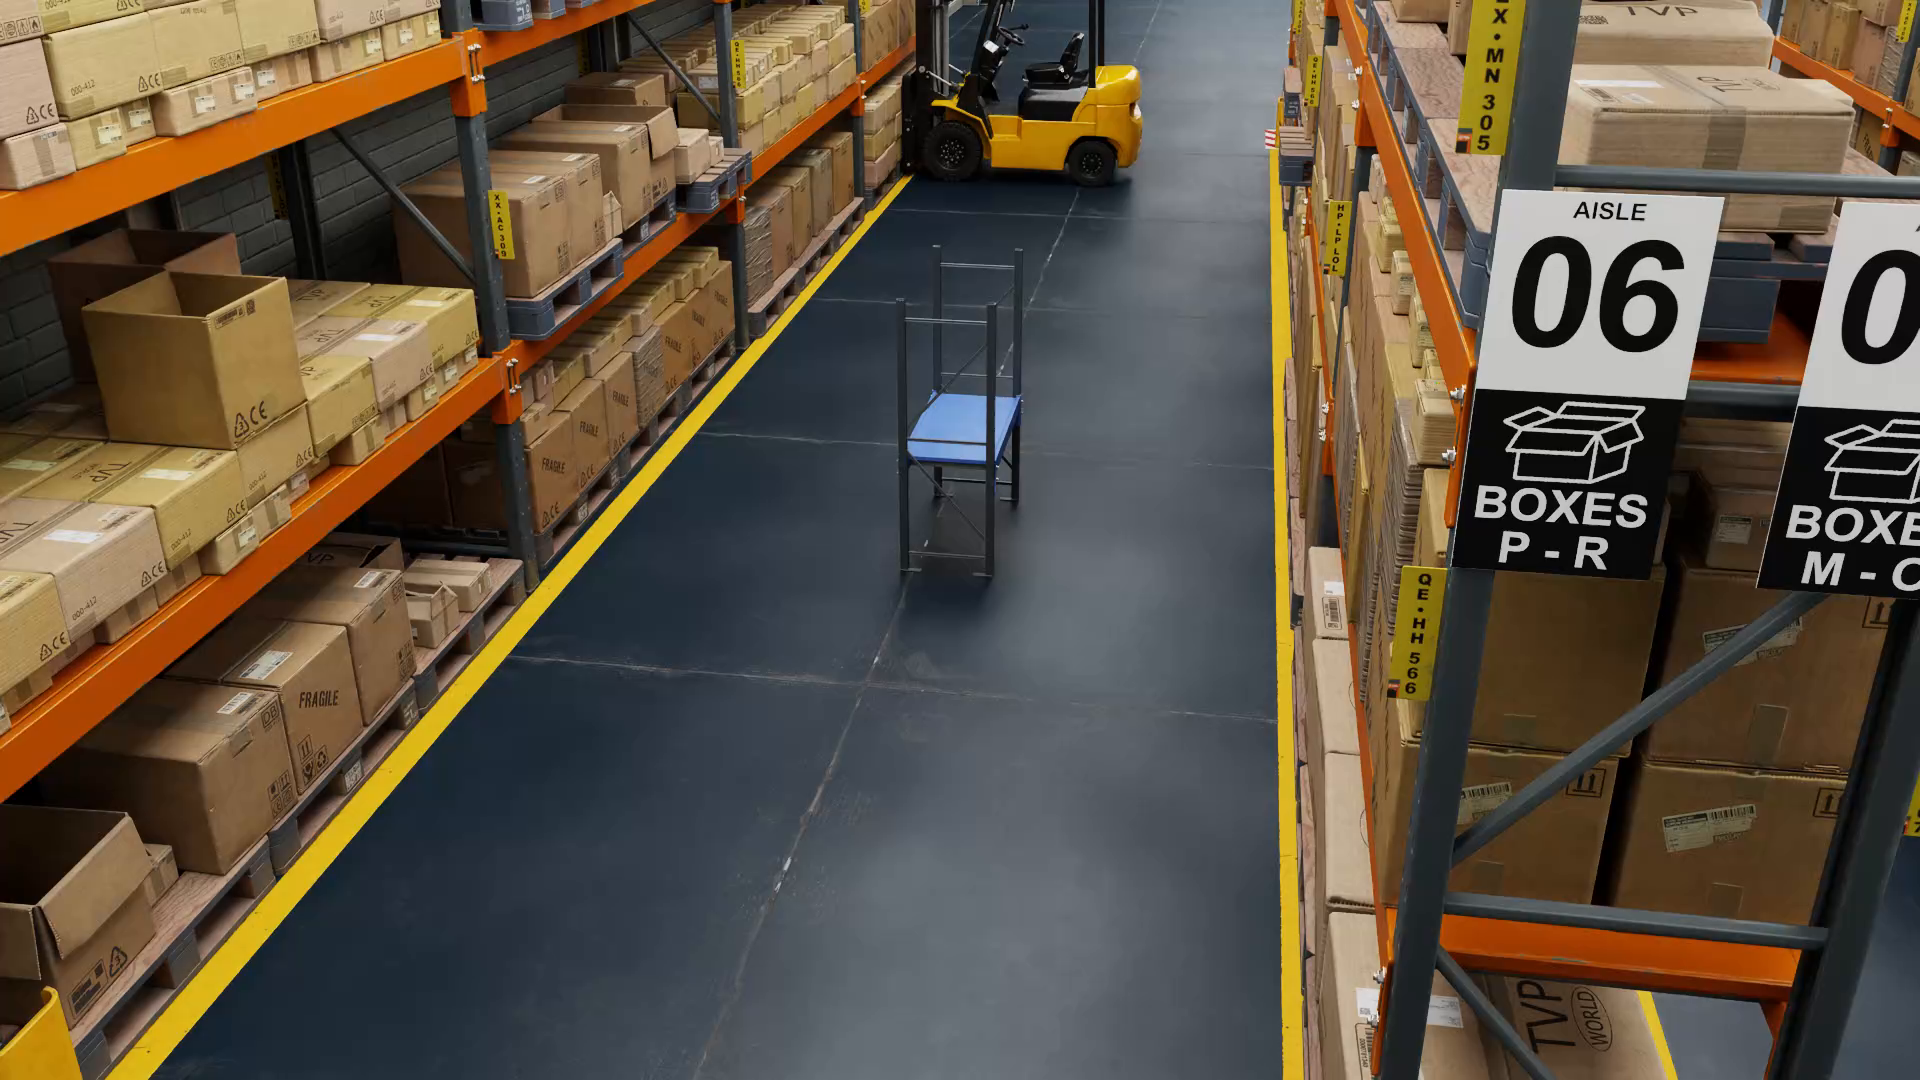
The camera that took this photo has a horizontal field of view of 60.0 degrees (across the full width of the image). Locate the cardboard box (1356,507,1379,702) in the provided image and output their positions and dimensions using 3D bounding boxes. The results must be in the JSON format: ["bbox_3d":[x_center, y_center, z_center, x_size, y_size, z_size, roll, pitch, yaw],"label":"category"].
[{"bbox_3d":[1.520,0.192,5.185,0.500,0.500,0.500,5,26,10],"label":"cardboard box"}]

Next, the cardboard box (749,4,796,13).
[{"bbox_3d":[-1.674,-4.687,14.841,0.380,0.149,0.250,3,25,7],"label":"cardboard box"}]

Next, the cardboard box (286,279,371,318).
[{"bbox_3d":[-3.060,-1.012,7.700,0.500,0.250,0.500,4,25,8],"label":"cardboard box"}]

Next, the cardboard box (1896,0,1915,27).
[{"bbox_3d":[8.487,-4.546,13.972,0.875,0.550,0.550,4,25,9],"label":"cardboard box"}]

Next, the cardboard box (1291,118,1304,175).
[{"bbox_3d":[3.324,-3.688,15.454,0.500,0.500,0.500,4,25,8],"label":"cardboard box"}]

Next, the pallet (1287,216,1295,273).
[{"bbox_3d":[3.367,-2.549,14.446,1.003,0.211,1.213,4,25,9],"label":"pallet"}]

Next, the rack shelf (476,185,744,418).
[{"bbox_3d":[-2.386,-1.644,10.073,1.077,0.370,4.000,4,25,9],"label":"rack shelf"}]

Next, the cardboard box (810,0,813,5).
[{"bbox_3d":[-1.599,-5.078,15.677,0.380,0.149,0.250,3,25,7],"label":"cardboard box"}]

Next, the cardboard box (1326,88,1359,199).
[{"bbox_3d":[2.260,-2.139,8.984,0.500,0.500,0.500,4,25,9],"label":"cardboard box"}]

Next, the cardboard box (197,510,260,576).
[{"bbox_3d":[-2.782,-0.001,6.010,0.380,0.149,0.250,3,25,7],"label":"cardboard box"}]

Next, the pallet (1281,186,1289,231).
[{"bbox_3d":[3.567,-3.158,15.747,1.003,0.211,1.213,4,25,9],"label":"pallet"}]

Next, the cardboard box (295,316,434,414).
[{"bbox_3d":[-2.622,-0.760,7.162,0.500,0.250,0.500,4,25,9],"label":"cardboard box"}]

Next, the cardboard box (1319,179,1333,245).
[{"bbox_3d":[2.237,-1.793,9.130,0.500,0.250,0.500,4,25,9],"label":"cardboard box"}]

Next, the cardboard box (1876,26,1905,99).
[{"bbox_3d":[8.441,-4.060,14.208,0.875,0.550,0.550,4,25,9],"label":"cardboard box"}]

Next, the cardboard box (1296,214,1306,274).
[{"bbox_3d":[3.183,-2.326,13.285,0.950,0.372,0.625,5,26,10],"label":"cardboard box"}]

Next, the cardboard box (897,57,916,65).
[{"bbox_3d":[-0.597,-5.122,18.223,0.500,0.250,0.500,4,25,9],"label":"cardboard box"}]

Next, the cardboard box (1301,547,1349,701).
[{"bbox_3d":[1.976,0.434,7.311,0.875,0.438,0.875,4,25,8],"label":"cardboard box"}]

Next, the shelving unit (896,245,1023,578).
[{"bbox_3d":[0.014,-0.715,9.008,0.538,1.500,1.048,4,25,9],"label":"shelving unit"}]

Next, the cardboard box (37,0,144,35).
[{"bbox_3d":[-2.876,-1.703,5.048,0.500,0.250,0.500,4,25,8],"label":"cardboard box"}]

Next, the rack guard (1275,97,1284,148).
[{"bbox_3d":[4.134,-4.646,18.587,1.175,0.500,0.348,4,25,9],"label":"rack guard"}]

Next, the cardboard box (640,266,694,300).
[{"bbox_3d":[-1.990,-1.711,11.055,0.380,0.149,0.250,3,25,7],"label":"cardboard box"}]

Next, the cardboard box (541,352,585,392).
[{"bbox_3d":[-2.360,-0.962,9.455,0.380,0.149,0.250,4,25,8],"label":"cardboard box"}]

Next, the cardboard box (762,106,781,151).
[{"bbox_3d":[-1.658,-3.117,12.549,0.500,0.250,0.500,3,25,7],"label":"cardboard box"}]

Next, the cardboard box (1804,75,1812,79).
[{"bbox_3d":[8.859,-4.081,16.441,0.875,0.875,0.875,4,25,8],"label":"cardboard box"}]

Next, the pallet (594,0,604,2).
[{"bbox_3d":[-2.370,-3.109,9.037,1.213,0.211,1.003,4,25,9],"label":"pallet"}]

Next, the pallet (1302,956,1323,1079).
[{"bbox_3d":[1.585,1.805,5.146,1.003,0.211,1.213,4,25,9],"label":"pallet"}]

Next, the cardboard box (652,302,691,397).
[{"bbox_3d":[-2.091,-1.245,10.825,0.500,0.500,0.500,5,26,11],"label":"cardboard box"}]

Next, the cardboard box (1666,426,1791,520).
[{"bbox_3d":[1.835,-0.154,3.979,0.380,0.149,0.250,5,25,10],"label":"cardboard box"}]

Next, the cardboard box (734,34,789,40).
[{"bbox_3d":[-1.569,-3.915,13.192,0.380,0.149,0.250,4,25,9],"label":"cardboard box"}]

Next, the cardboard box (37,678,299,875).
[{"bbox_3d":[-2.995,0.877,6.291,0.700,0.500,0.500,5,26,11],"label":"cardboard box"}]

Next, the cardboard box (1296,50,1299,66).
[{"bbox_3d":[3.407,-4.604,15.844,0.380,0.149,0.250,4,25,8],"label":"cardboard box"}]

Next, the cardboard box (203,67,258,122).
[{"bbox_3d":[-2.702,-1.562,5.806,0.380,0.149,0.250,5,25,10],"label":"cardboard box"}]

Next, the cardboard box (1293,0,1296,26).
[{"bbox_3d":[3.632,-5.381,16.739,0.500,0.500,0.500,4,25,7],"label":"cardboard box"}]

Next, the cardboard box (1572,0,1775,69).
[{"bbox_3d":[1.825,-1.295,4.431,0.500,0.311,0.500,4,25,9],"label":"cardboard box"}]

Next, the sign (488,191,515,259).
[{"bbox_3d":[-2.176,-1.491,7.877,0.100,0.325,0.005,4,25,9],"label":"sign"}]

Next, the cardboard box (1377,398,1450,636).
[{"bbox_3d":[1.432,-0.055,4.533,0.500,0.500,0.500,4,25,9],"label":"cardboard box"}]

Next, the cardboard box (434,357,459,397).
[{"bbox_3d":[-2.537,-0.759,7.629,0.380,0.149,0.250,5,25,10],"label":"cardboard box"}]

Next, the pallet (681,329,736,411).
[{"bbox_3d":[-2.218,-1.234,11.638,1.003,0.211,1.213,4,25,9],"label":"pallet"}]

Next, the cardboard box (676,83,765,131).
[{"bbox_3d":[-1.721,-3.132,11.990,0.500,0.250,0.500,4,25,8],"label":"cardboard box"}]

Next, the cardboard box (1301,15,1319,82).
[{"bbox_3d":[2.884,-3.700,12.653,0.500,0.500,0.500,3,25,6],"label":"cardboard box"}]

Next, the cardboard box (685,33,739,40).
[{"bbox_3d":[-1.974,-3.939,13.244,0.380,0.149,0.250,5,25,10],"label":"cardboard box"}]

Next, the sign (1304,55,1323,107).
[{"bbox_3d":[2.302,-2.987,10.820,0.100,0.325,0.005,4,25,9],"label":"sign"}]

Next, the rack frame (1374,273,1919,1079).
[{"bbox_3d":[1.531,0.882,3.828,1.000,3.000,0.127,4,25,9],"label":"rack frame"}]

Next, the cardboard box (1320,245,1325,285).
[{"bbox_3d":[2.275,-1.568,9.237,0.500,0.250,0.500,4,25,9],"label":"cardboard box"}]

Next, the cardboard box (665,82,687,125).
[{"bbox_3d":[-2.260,-3.172,12.076,0.500,0.250,0.500,5,25,10],"label":"cardboard box"}]

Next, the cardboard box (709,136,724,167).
[{"bbox_3d":[-1.788,-2.582,11.028,0.380,0.149,0.250,4,25,9],"label":"cardboard box"}]

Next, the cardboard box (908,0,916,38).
[{"bbox_3d":[-0.750,-5.543,17.436,0.500,0.500,0.500,4,25,8],"label":"cardboard box"}]

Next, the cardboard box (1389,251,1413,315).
[{"bbox_3d":[1.610,-0.834,5.430,0.380,0.149,0.250,4,25,9],"label":"cardboard box"}]

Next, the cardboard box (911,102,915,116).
[{"bbox_3d":[-0.764,-4.463,17.405,0.500,0.250,0.500,4,25,8],"label":"cardboard box"}]

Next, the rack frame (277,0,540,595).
[{"bbox_3d":[-2.713,-1.134,8.134,1.000,3.000,0.127,4,25,9],"label":"rack frame"}]

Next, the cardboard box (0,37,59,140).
[{"bbox_3d":[-2.961,-1.267,4.706,0.500,0.250,0.500,5,25,10],"label":"cardboard box"}]

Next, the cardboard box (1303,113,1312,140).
[{"bbox_3d":[2.630,-2.920,11.750,0.380,0.149,0.250,4,25,8],"label":"cardboard box"}]

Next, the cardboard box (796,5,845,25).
[{"bbox_3d":[-1.242,-4.660,14.785,0.380,0.149,0.250,5,26,10],"label":"cardboard box"}]

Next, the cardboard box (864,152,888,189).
[{"bbox_3d":[-0.999,-3.604,16.159,0.500,0.250,0.500,4,25,9],"label":"cardboard box"}]
